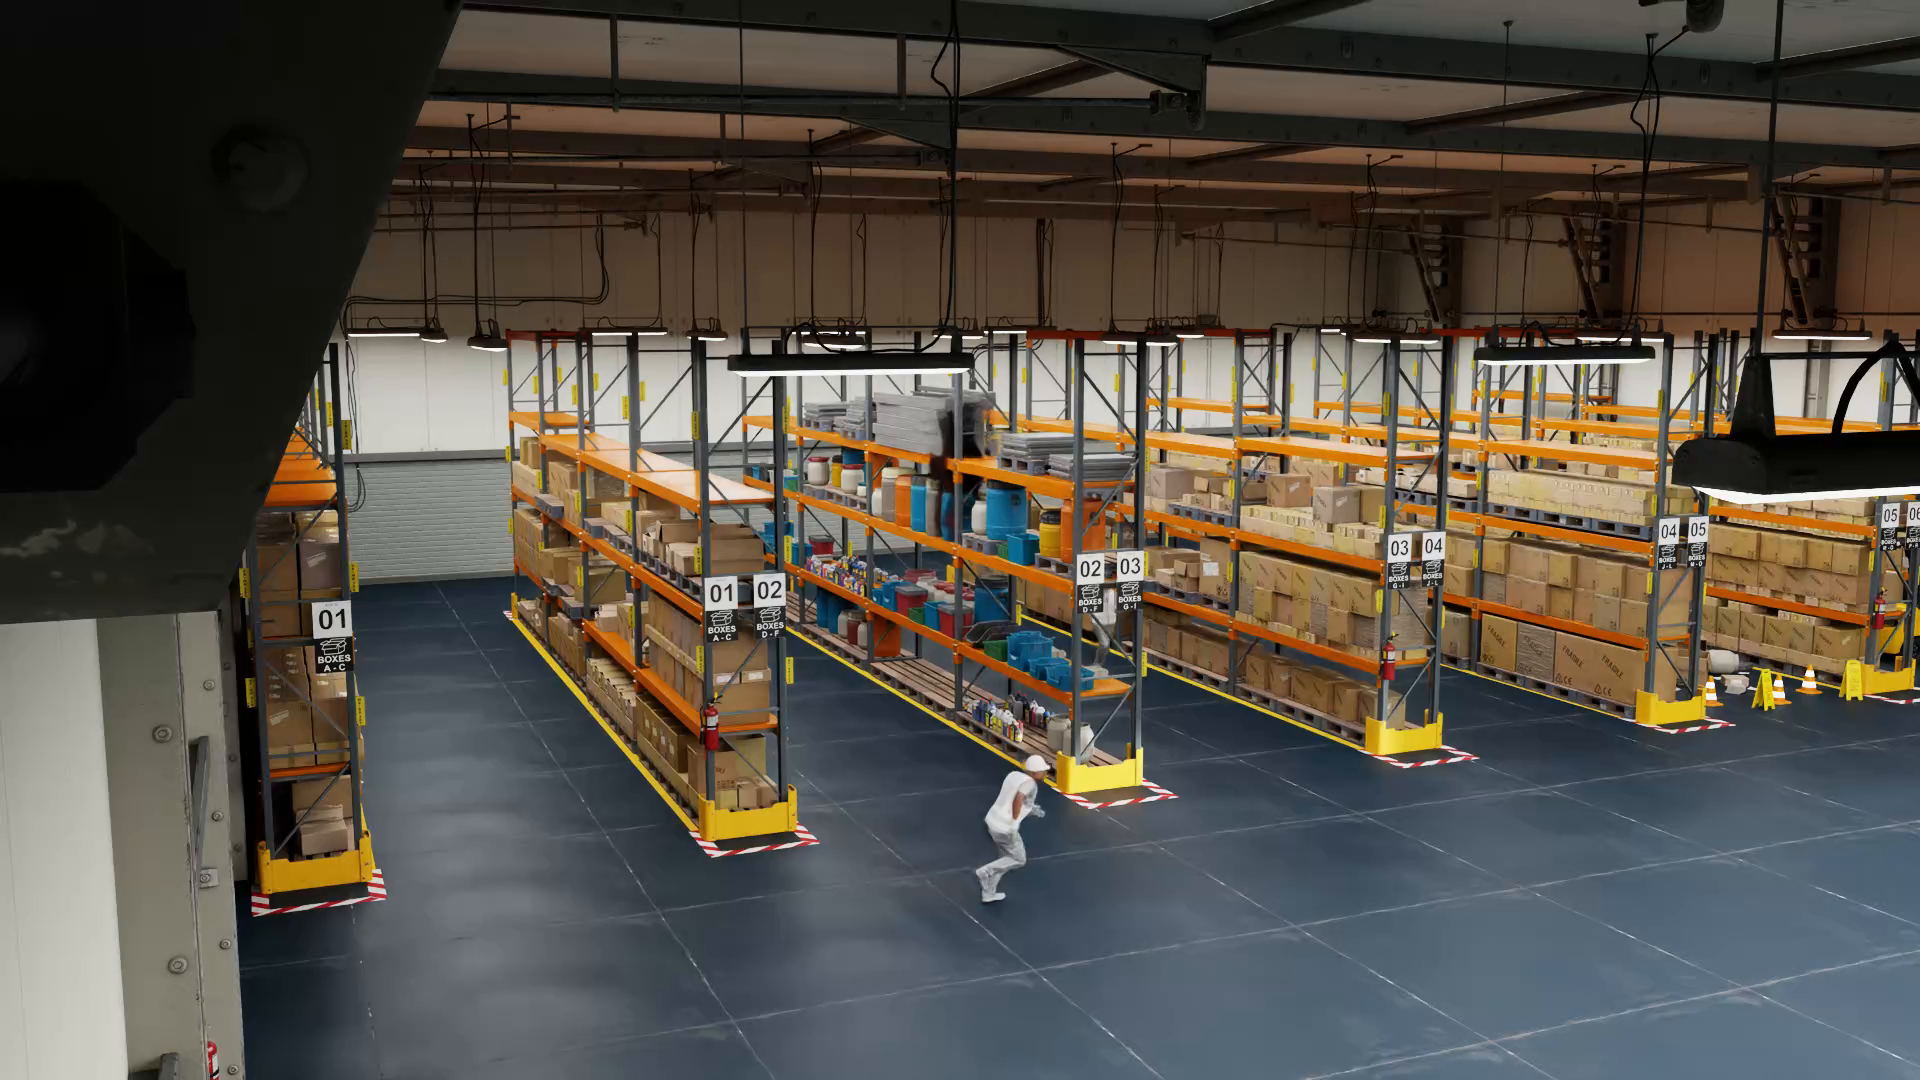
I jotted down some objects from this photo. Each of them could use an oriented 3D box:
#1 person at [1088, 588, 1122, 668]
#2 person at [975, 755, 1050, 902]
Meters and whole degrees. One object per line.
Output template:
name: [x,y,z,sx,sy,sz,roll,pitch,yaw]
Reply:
person: [2.430,1.420,27.831,0.654,1.821,0.696,-3,8,-23]
person: [0.575,3.126,17.917,0.847,1.586,0.718,-2,8,-16]
